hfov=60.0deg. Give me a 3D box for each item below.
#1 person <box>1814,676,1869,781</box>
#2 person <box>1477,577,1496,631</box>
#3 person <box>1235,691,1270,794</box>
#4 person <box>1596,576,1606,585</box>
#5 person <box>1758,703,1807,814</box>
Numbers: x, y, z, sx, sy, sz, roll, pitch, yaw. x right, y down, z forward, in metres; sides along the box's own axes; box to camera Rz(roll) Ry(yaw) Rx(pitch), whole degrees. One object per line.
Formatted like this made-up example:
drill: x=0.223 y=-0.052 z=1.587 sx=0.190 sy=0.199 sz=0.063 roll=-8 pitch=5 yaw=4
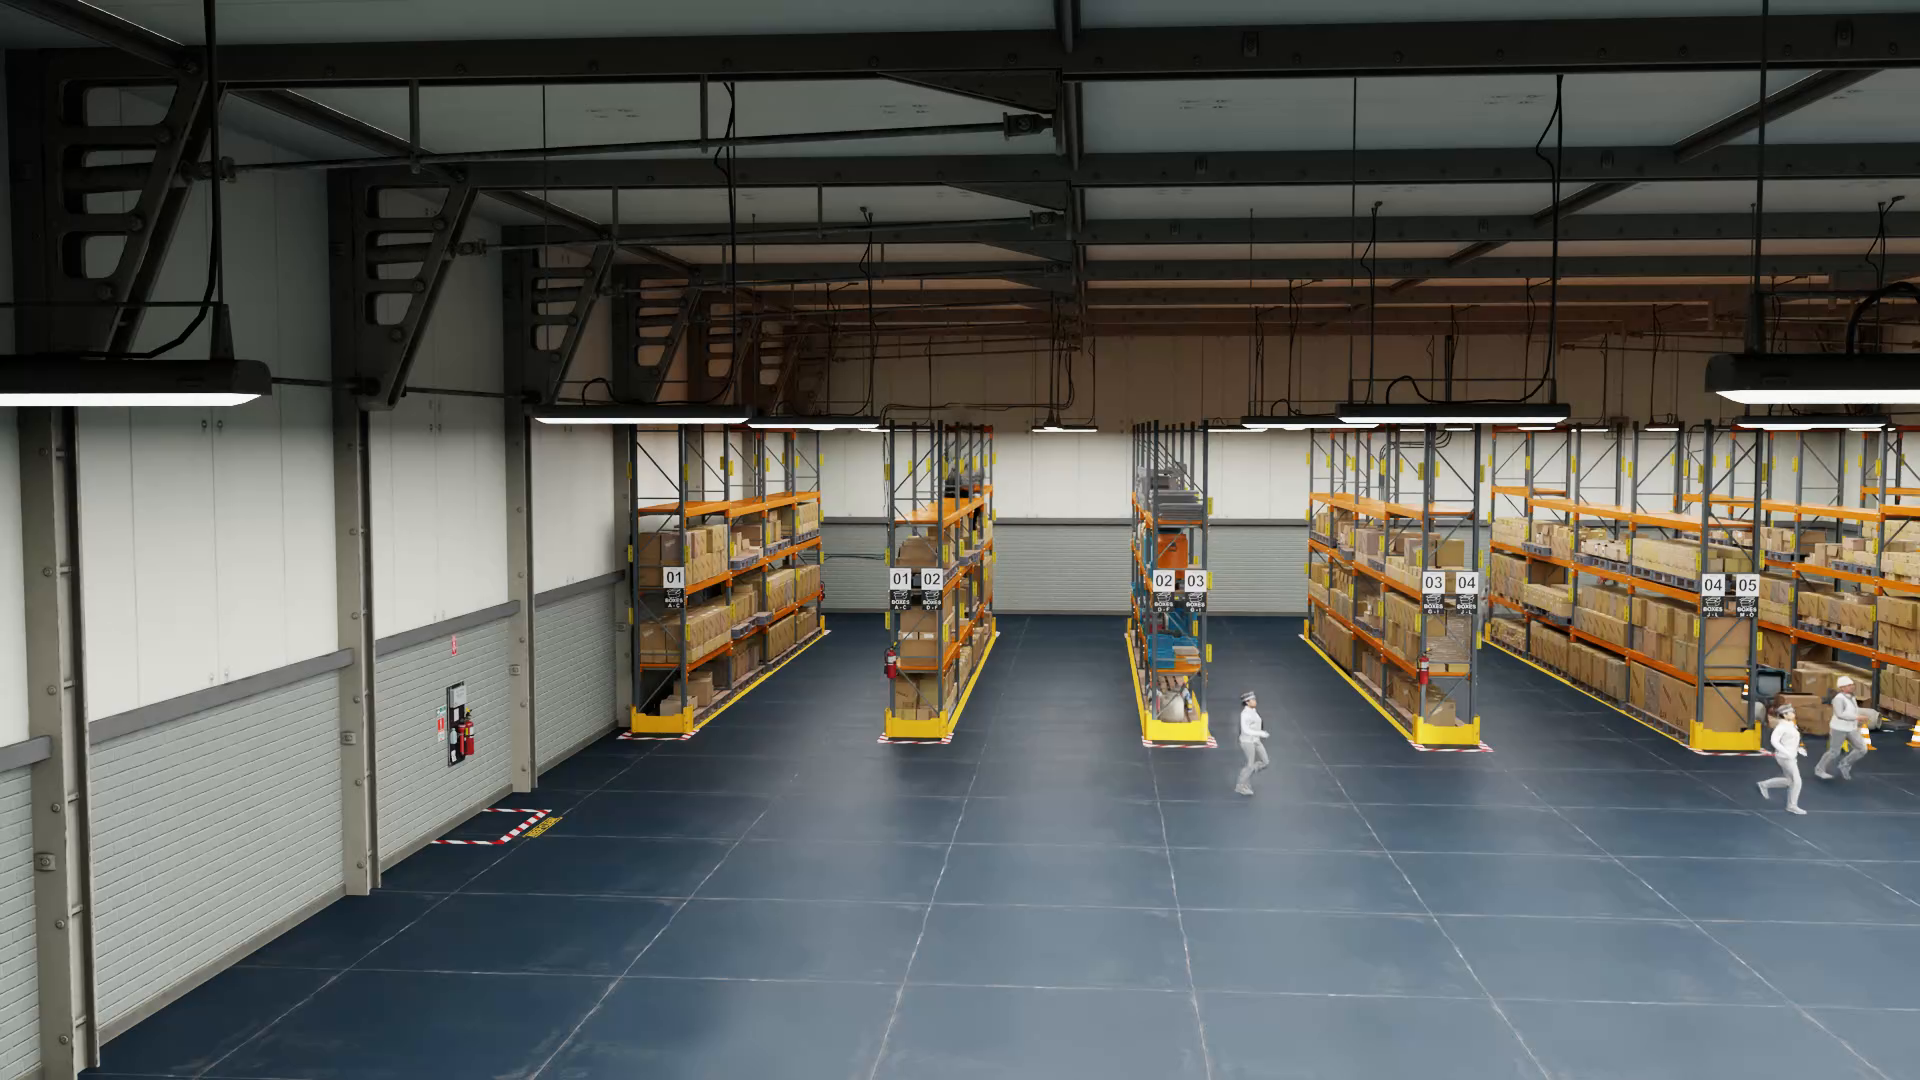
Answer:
person: x=14.558 y=3.098 z=27.359 sx=0.663 sy=1.736 sz=0.842 roll=-2 pitch=4 yaw=-33
person: x=15.080 y=1.865 z=47.333 sx=0.921 sy=1.774 sz=0.698 roll=0 pitch=4 yaw=-1
person: x=4.658 y=3.216 z=26.402 sx=0.569 sy=1.660 sz=0.597 roll=2 pitch=4 yaw=31
person: x=18.280 y=1.858 z=47.369 sx=0.632 sy=1.752 sz=0.645 roll=1 pitch=4 yaw=9
person: x=12.499 y=3.307 z=25.267 sx=0.709 sy=1.672 sz=0.618 roll=3 pitch=5 yaw=37
